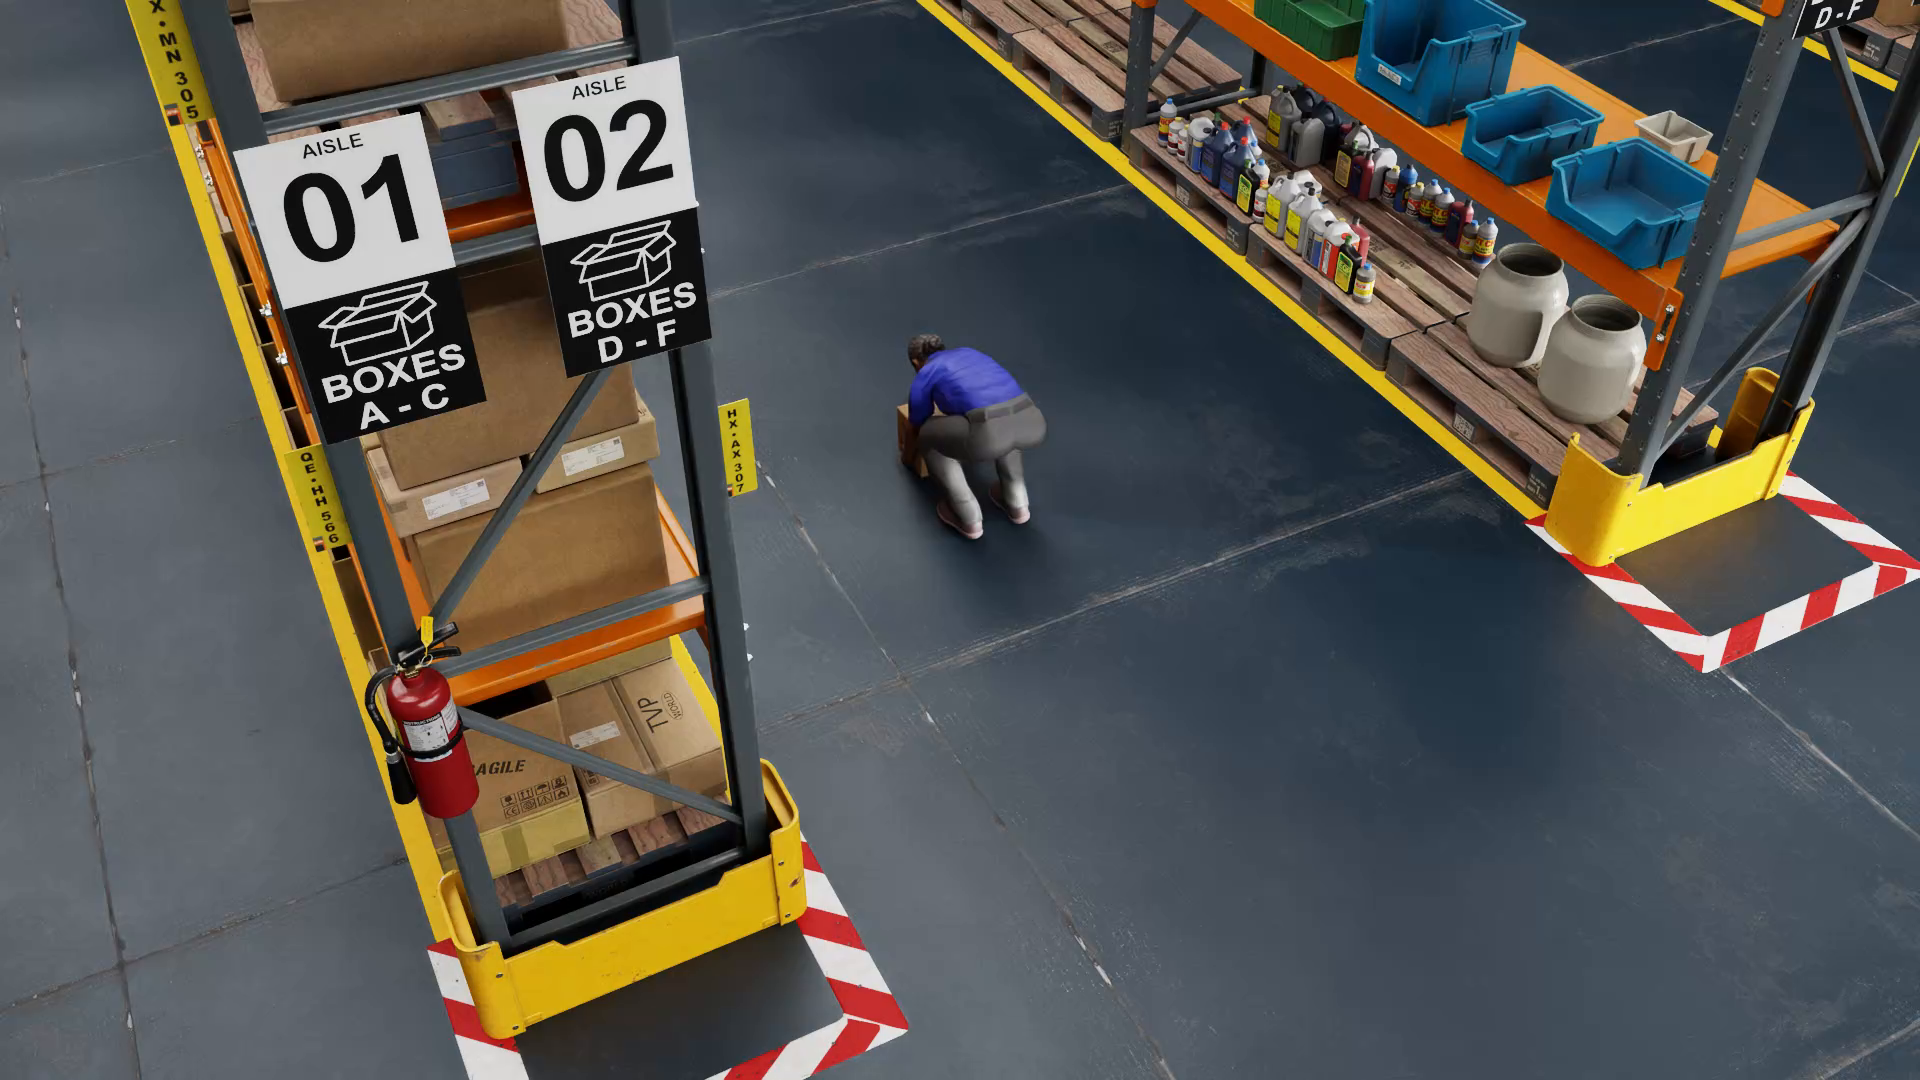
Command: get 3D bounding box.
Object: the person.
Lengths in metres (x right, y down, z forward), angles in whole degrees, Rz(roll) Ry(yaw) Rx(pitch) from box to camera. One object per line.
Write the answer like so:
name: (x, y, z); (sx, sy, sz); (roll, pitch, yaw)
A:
person: (0.031, -0.479, 7.399); (0.470, 0.779, 0.873); (-21, 45, -22)
